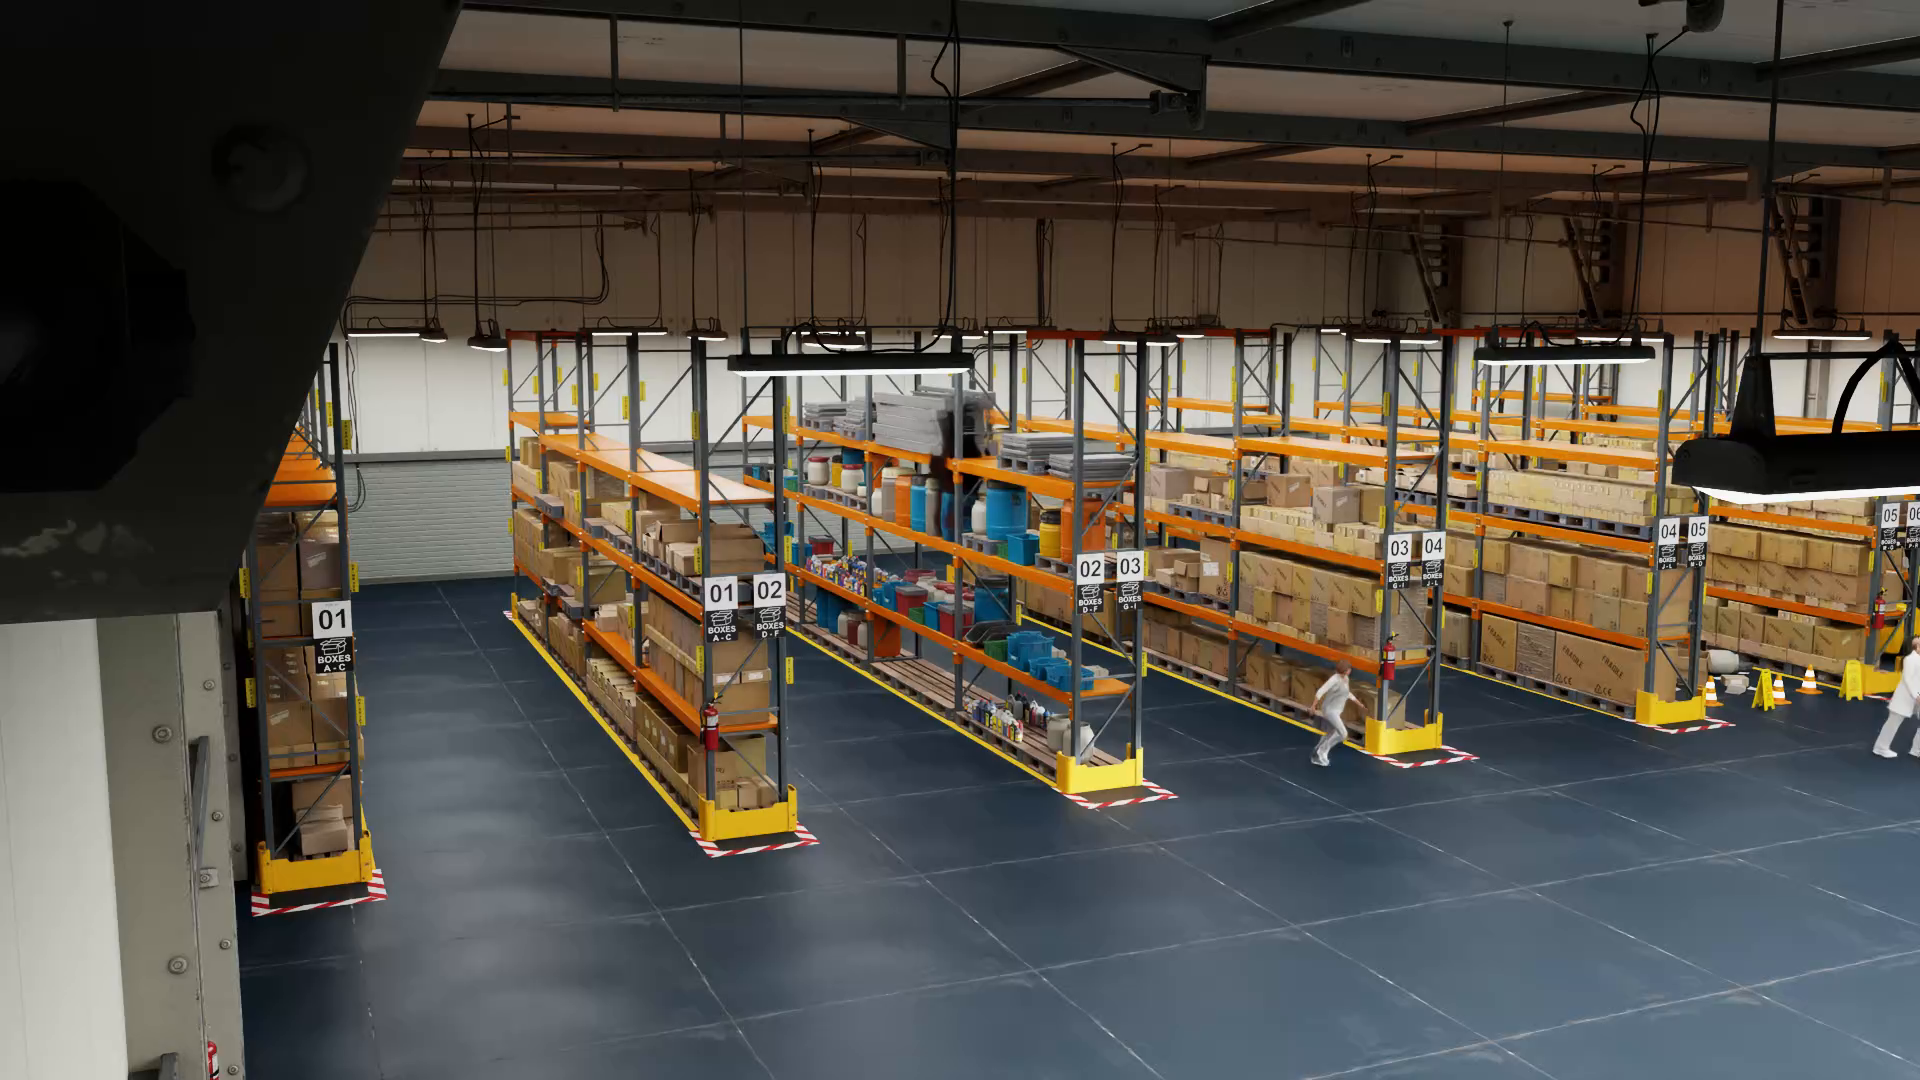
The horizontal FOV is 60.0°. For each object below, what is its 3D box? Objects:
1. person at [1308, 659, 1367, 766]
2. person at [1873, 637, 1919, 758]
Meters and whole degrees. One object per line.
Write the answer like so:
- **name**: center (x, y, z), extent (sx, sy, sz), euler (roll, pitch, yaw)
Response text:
- **person**: center (5.277, 2.419, 23.215), extent (0.739, 1.524, 0.529), euler (5, 9, 31)
- **person**: center (13.514, 2.238, 23.601), extent (0.648, 1.752, 0.795), euler (-7, 10, -42)
